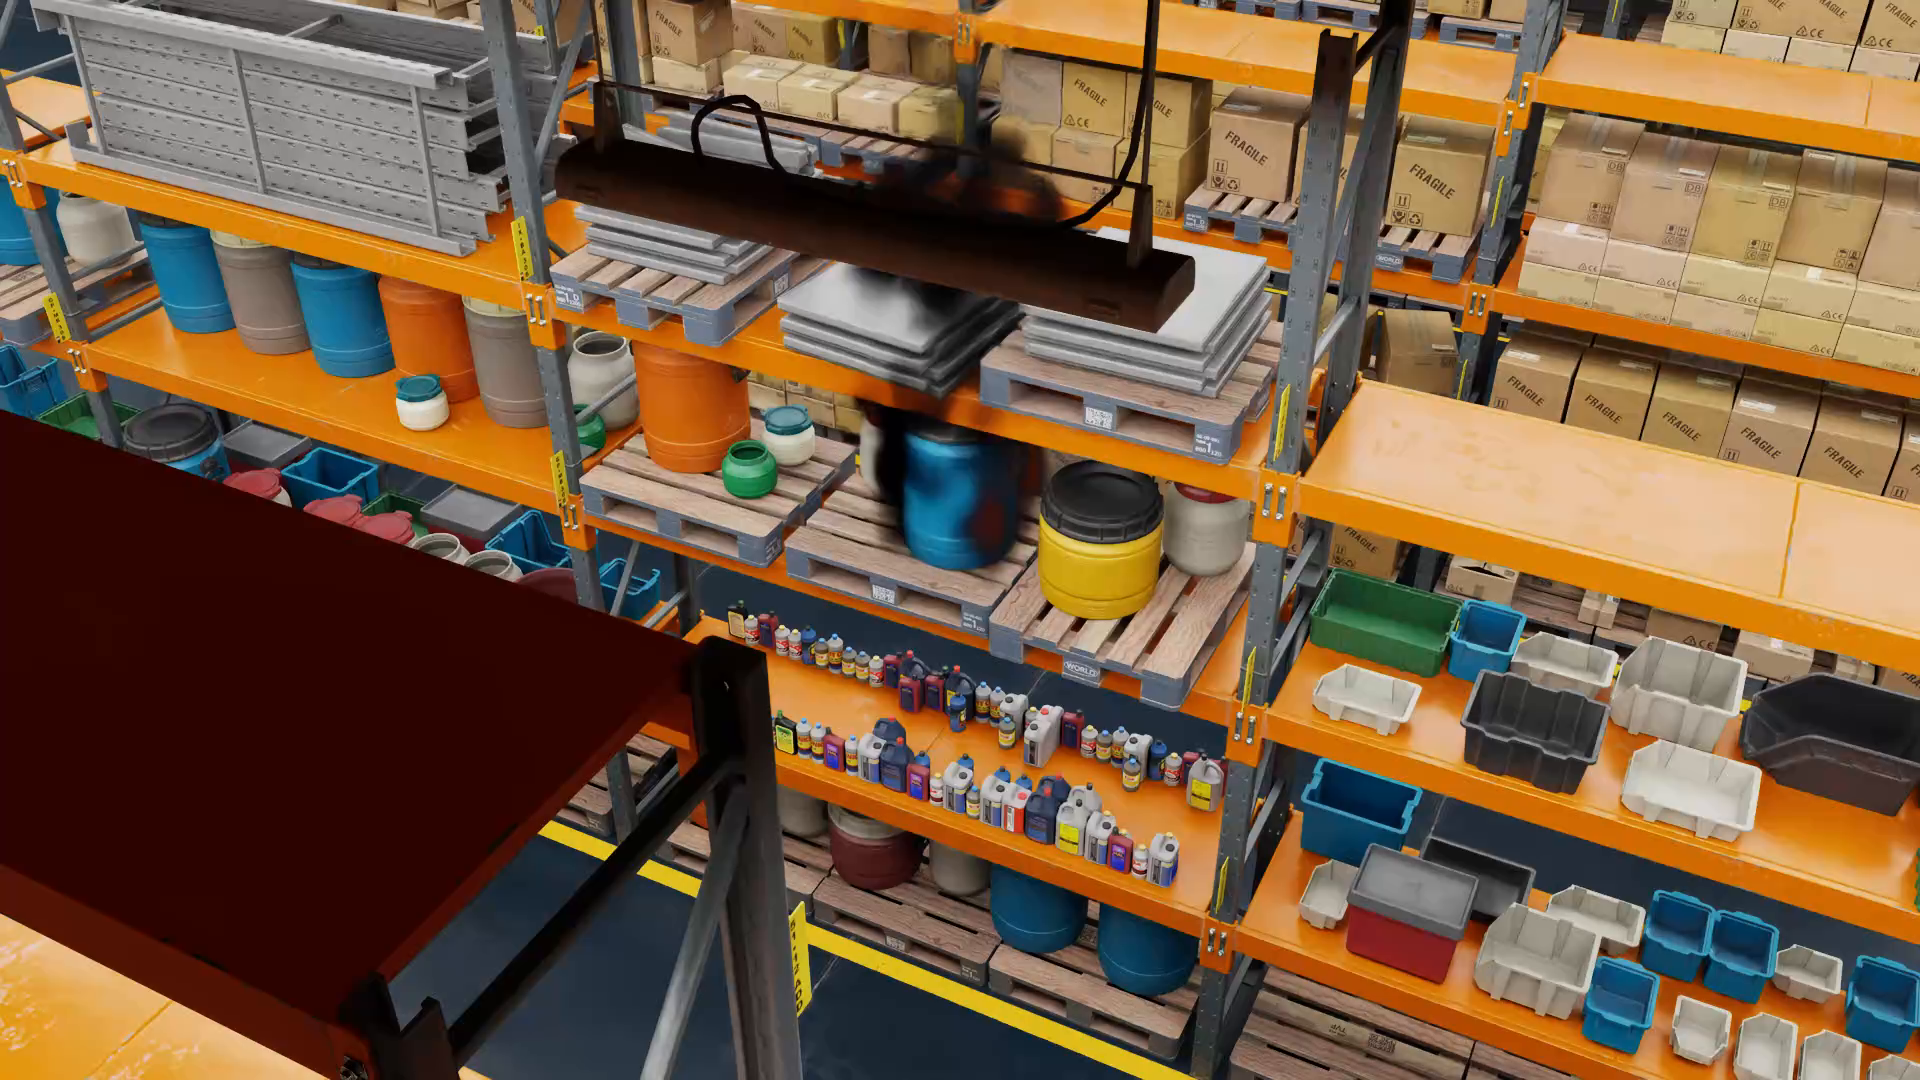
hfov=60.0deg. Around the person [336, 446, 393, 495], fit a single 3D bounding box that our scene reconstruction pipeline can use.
[{"bbox_3d":[-4.663,-0.598,13.287,0.761,1.718,0.547,12,37,16],"label":"person"}]
